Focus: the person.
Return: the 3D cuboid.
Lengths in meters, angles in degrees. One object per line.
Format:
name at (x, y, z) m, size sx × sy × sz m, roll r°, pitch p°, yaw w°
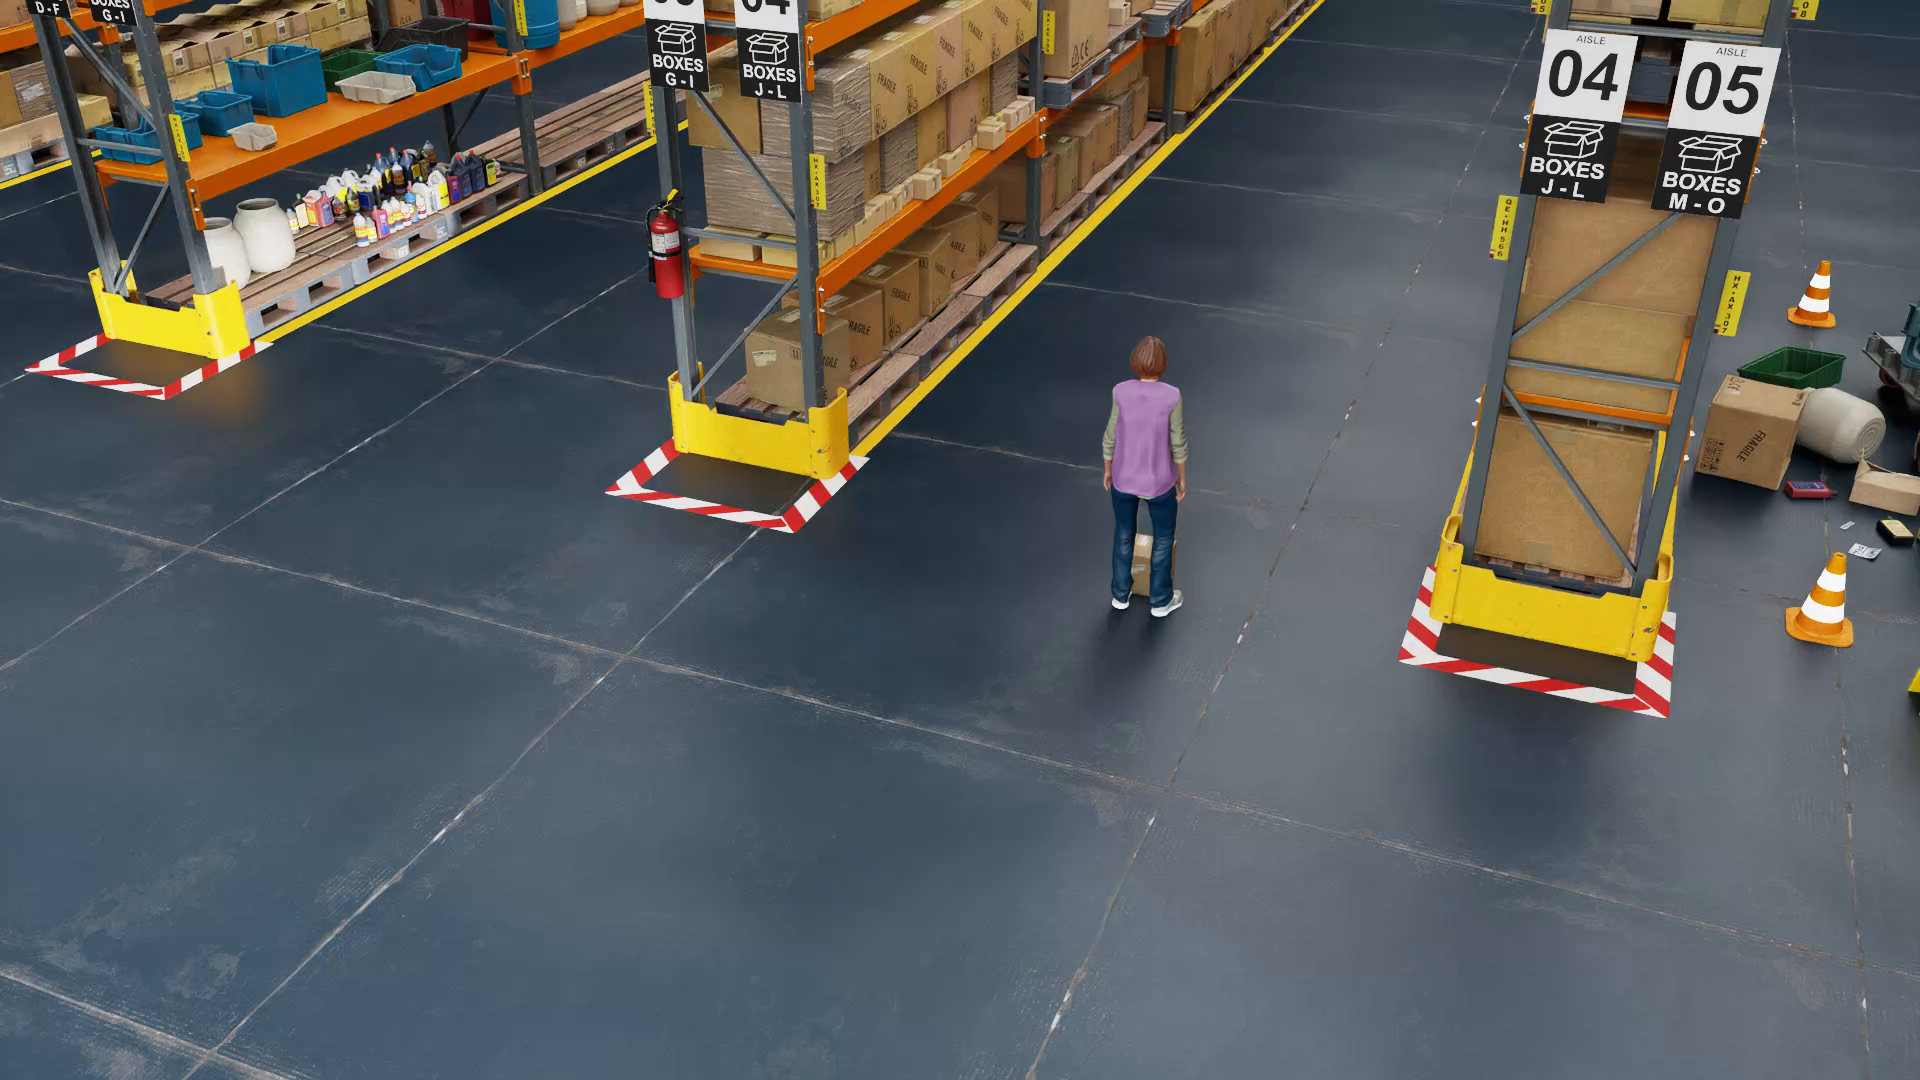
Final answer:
person at (0.996, -0.322, 8.955) m, size 0.477 × 1.591 × 0.347 m, roll 10°, pitch 31°, yaw 16°
